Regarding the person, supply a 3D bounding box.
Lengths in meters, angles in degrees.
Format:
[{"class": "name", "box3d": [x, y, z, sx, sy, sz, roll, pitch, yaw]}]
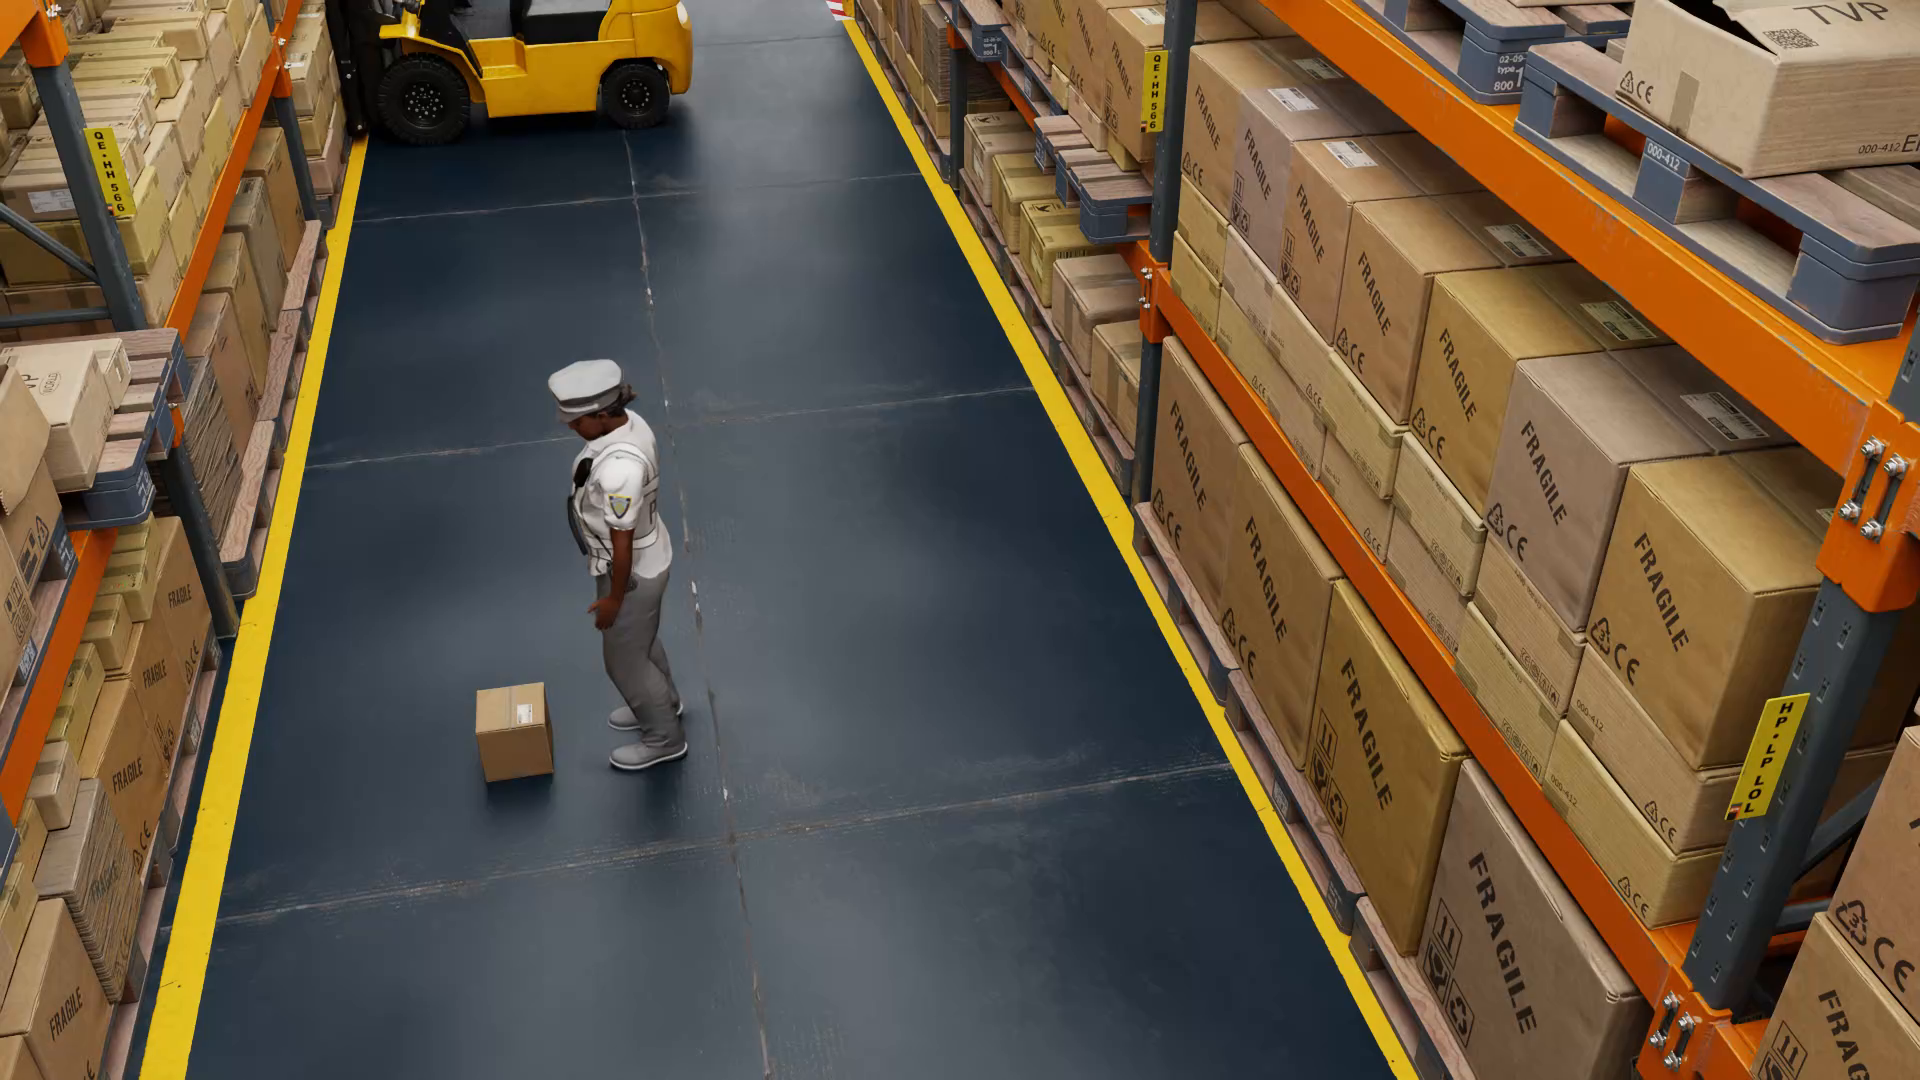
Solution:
[{"class": "person", "box3d": [-1.202, 0.112, 6.001, 0.337, 1.656, 0.441, -7, 35, -9]}]
